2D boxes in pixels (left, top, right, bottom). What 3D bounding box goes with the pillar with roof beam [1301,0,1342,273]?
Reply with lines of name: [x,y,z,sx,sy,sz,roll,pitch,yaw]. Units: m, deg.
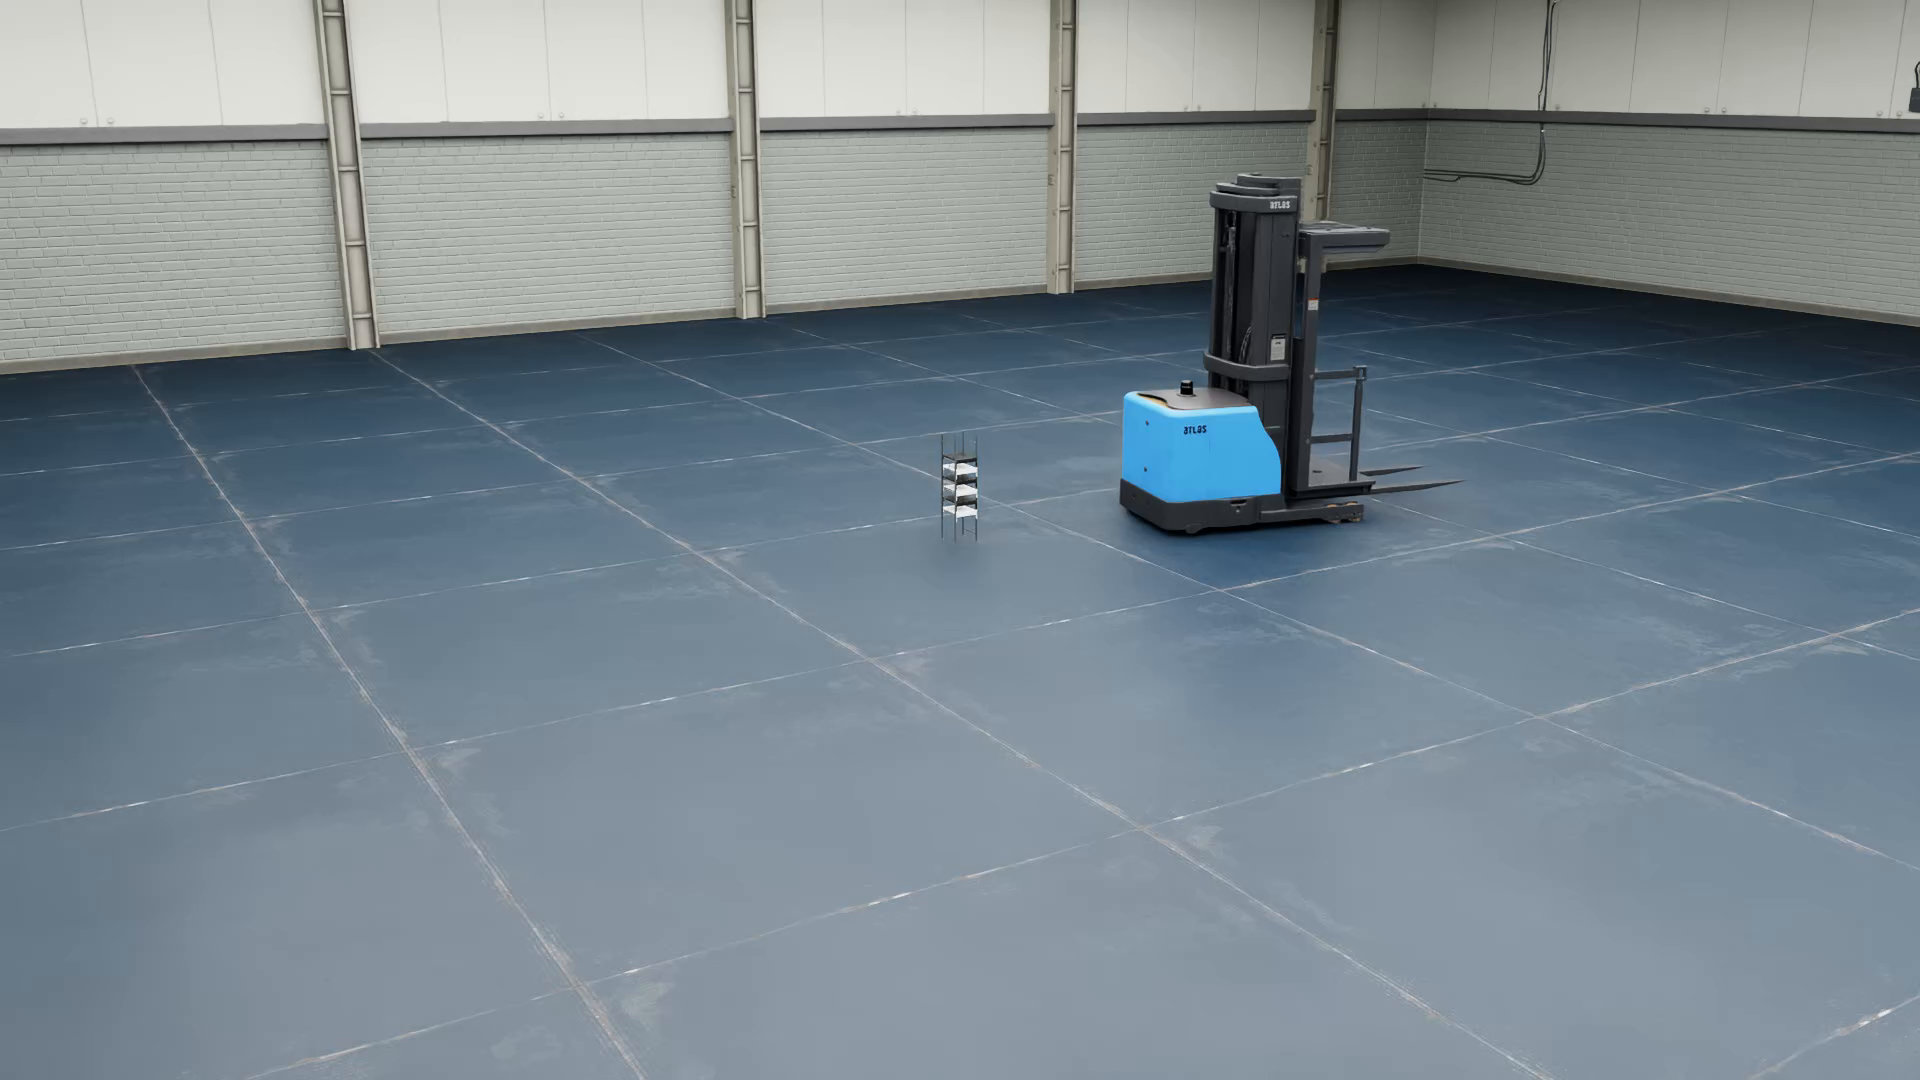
pillar with roof beam: [9.145,-8.585,27.864,0.400,9.000,9.100,-9,18,-30]

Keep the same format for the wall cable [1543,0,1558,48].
wall cable: [11.527,-9.995,29.291,0.112,2.526,3.097,-9,18,-30]

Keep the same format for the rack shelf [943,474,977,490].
rack shelf: [-0.007,-0.487,13.769,0.200,0.077,0.258,-9,18,-30]

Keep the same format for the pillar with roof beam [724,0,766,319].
pillar with roof beam: [-1.141,-6.917,21.913,0.400,9.000,9.100,-9,18,-30]

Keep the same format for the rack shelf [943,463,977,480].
rack shelf: [-0.007,-0.573,13.745,0.200,0.077,0.258,-9,18,-30]

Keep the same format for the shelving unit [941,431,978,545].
shelving unit: [-0.007,-0.432,13.784,0.210,0.900,0.258,-9,18,-30]

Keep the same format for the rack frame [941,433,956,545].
rack frame: [-0.094,-0.418,13.734,0.006,0.900,0.240,-9,18,-30]

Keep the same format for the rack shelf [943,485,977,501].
rack shelf: [-0.007,-0.400,13.793,0.200,0.077,0.258,-9,18,-30]

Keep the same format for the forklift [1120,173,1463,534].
forklift: [2.993,-1.681,14.476,3.031,2.935,1.130,-5,17,-18]

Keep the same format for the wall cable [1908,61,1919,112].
wall cable: [15.010,-9.124,23.484,0.169,6.003,2.305,-9,18,-30]

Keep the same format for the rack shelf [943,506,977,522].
rack shelf: [-0.007,-0.227,13.842,0.200,0.077,0.258,-9,18,-30]

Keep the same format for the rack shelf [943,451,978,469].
rack shelf: [-0.007,-0.660,13.720,0.200,0.077,0.258,-9,18,-30]

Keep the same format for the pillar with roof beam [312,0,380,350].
pillar with roof beam: [-6.284,-6.083,18.938,0.400,9.000,9.100,-9,18,-30]

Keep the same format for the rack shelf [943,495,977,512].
rack shelf: [-0.007,-0.313,13.818,0.200,0.077,0.258,-9,18,-30]

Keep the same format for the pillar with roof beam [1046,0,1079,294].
pillar with roof beam: [4.002,-7.751,24.889,0.400,9.000,9.100,-9,18,-30]

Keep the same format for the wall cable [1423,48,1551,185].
wall cable: [10.134,-8.190,32.206,0.112,2.526,3.097,-9,18,-30]

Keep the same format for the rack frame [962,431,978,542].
rack frame: [0.080,-0.446,13.835,0.006,0.900,0.240,-9,18,-30]
